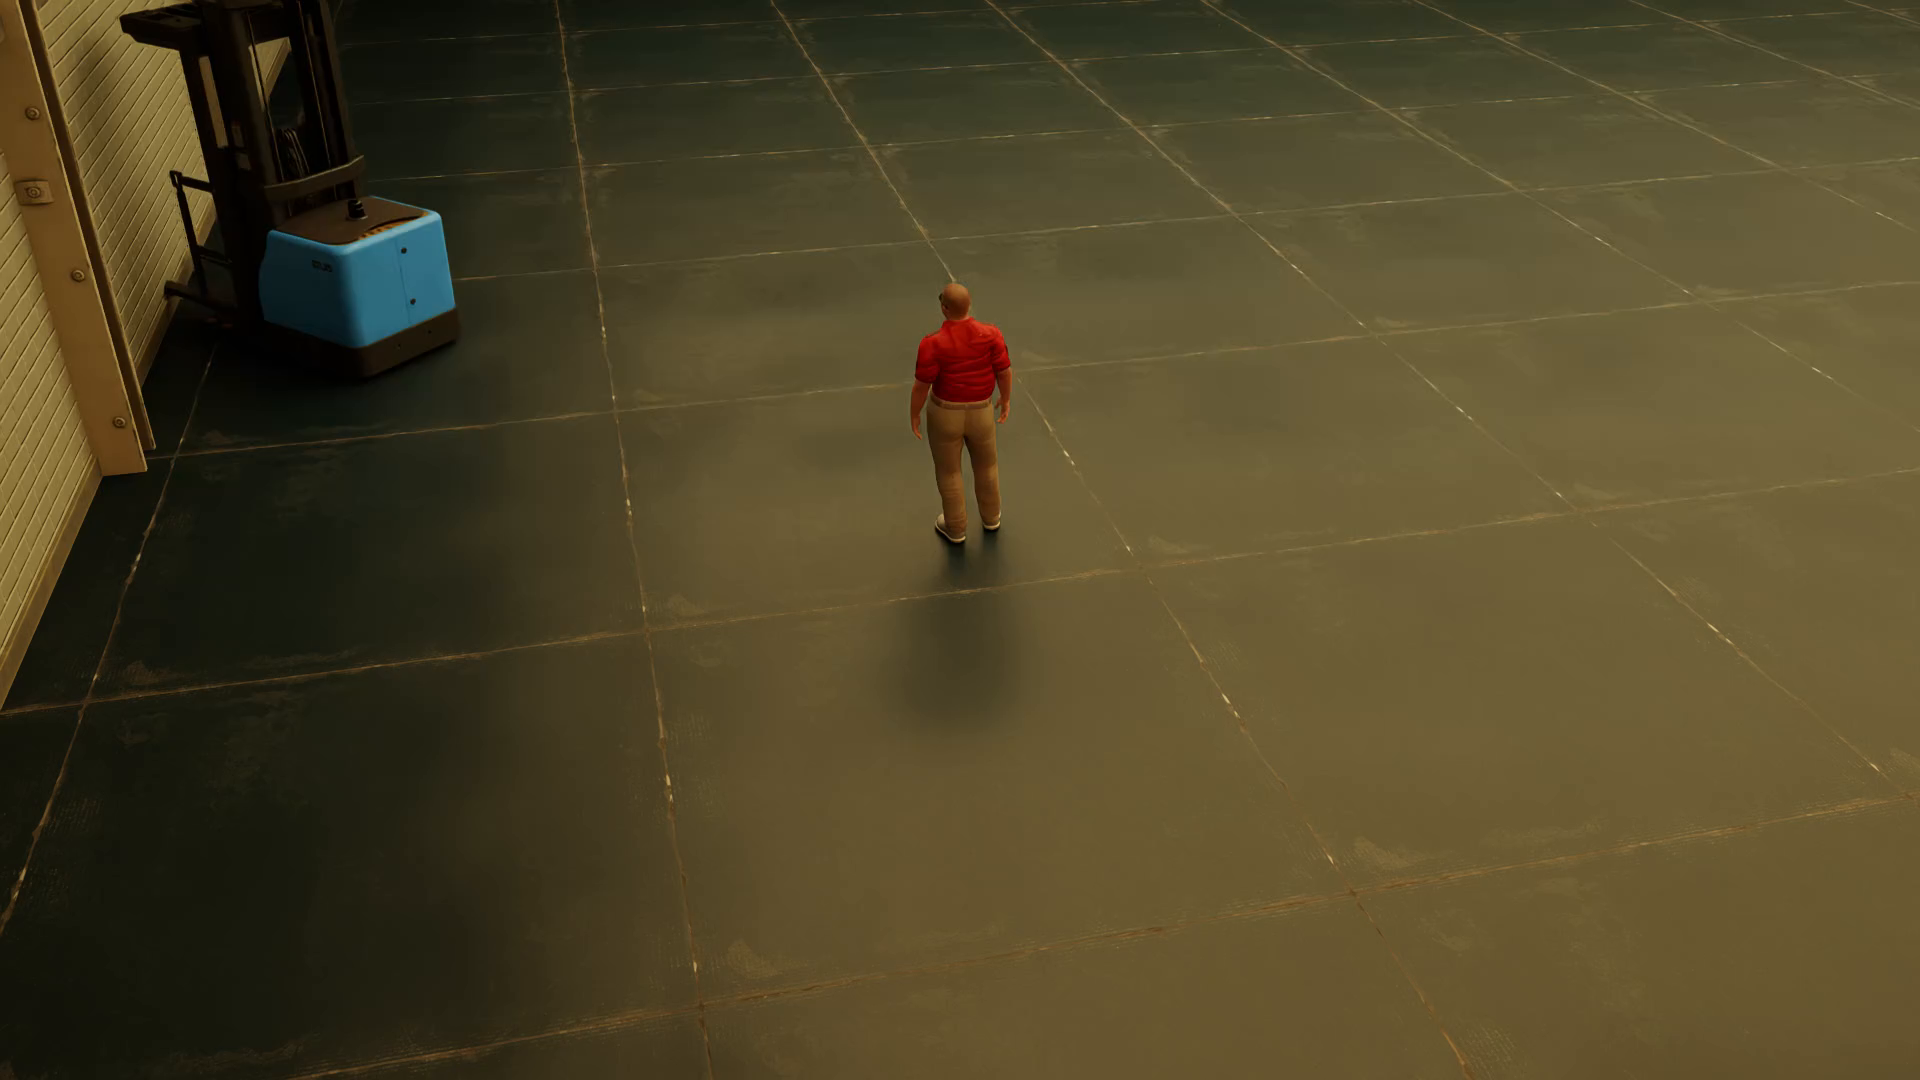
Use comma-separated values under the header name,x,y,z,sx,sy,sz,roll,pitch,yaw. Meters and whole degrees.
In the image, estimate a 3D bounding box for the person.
name,x,y,z,sx,sy,sz,roll,pitch,yaw
person,-0.009,-0.800,10.141,0.640,1.727,0.550,-7,31,-12

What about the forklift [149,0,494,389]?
name,x,y,z,sx,sy,sz,roll,pitch,yaw
forklift,-5.168,-2.933,12.642,3.031,2.935,1.130,17,34,27
